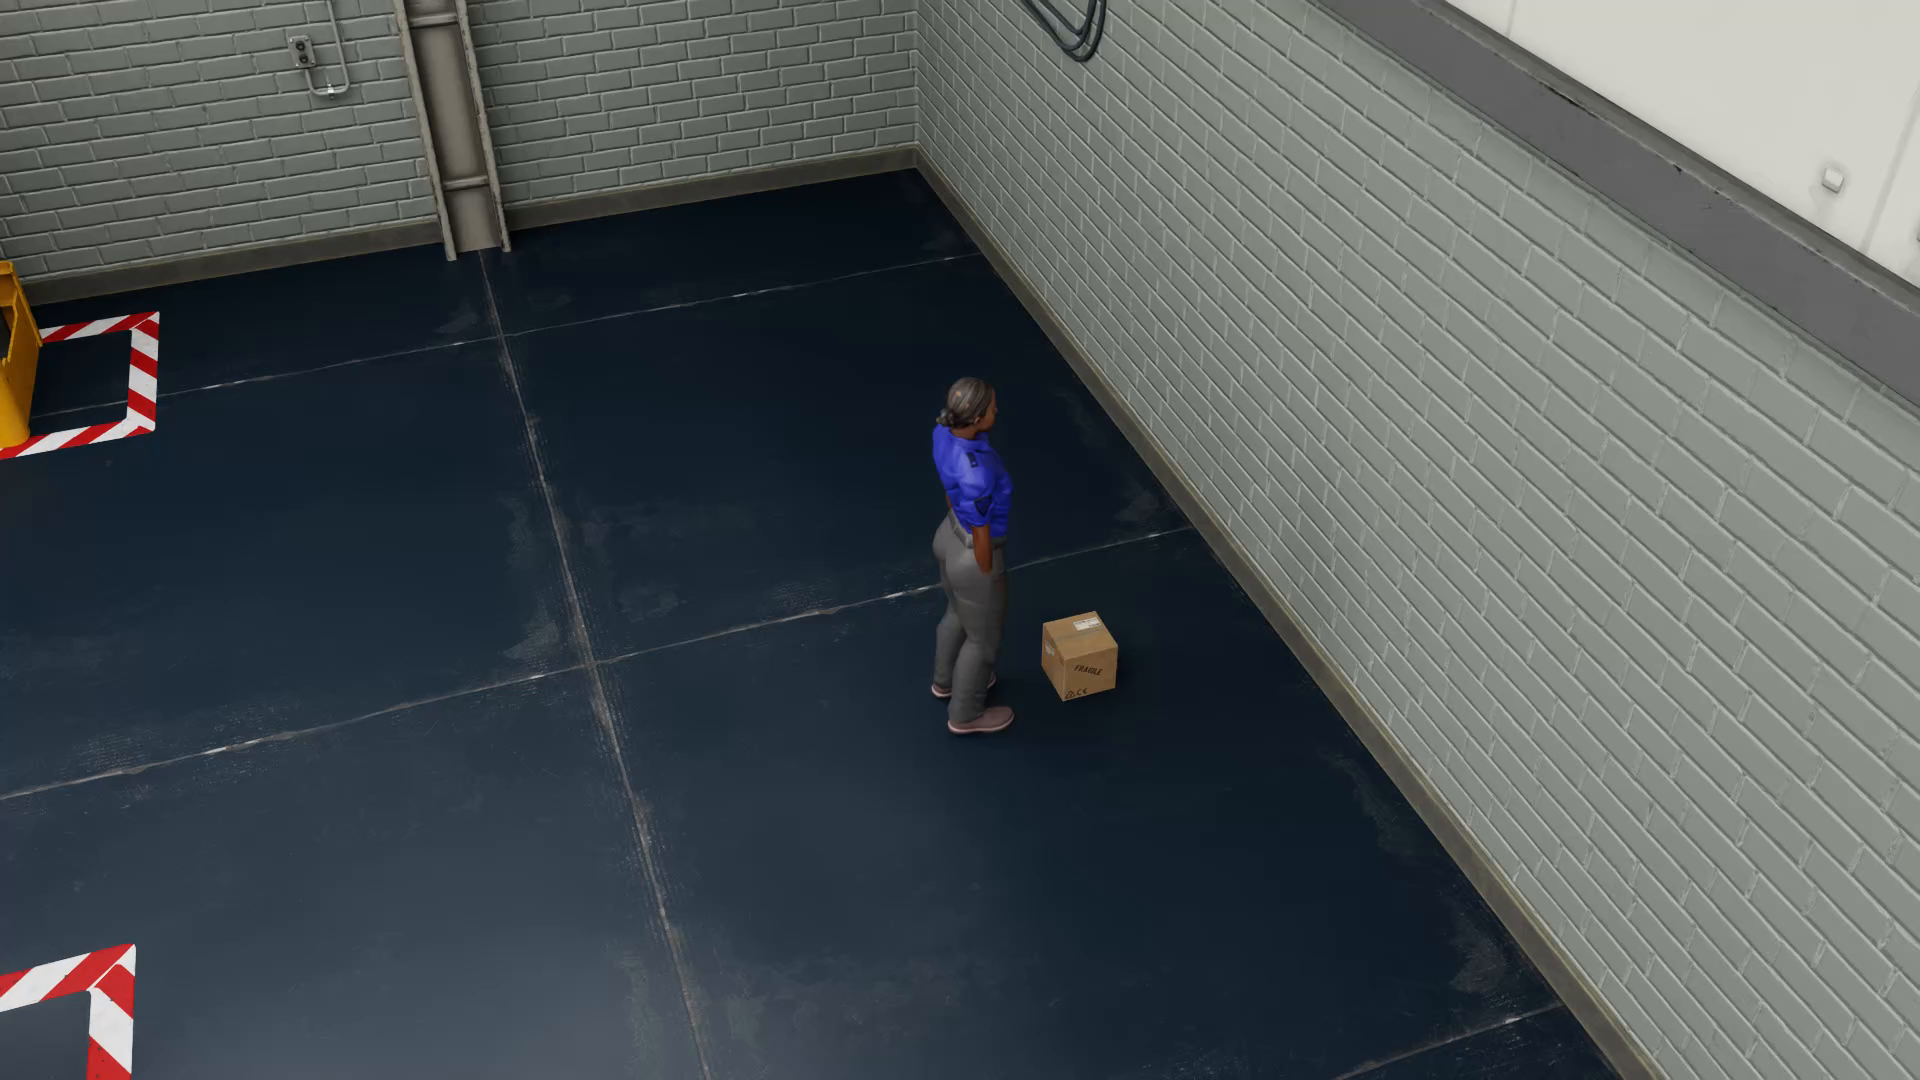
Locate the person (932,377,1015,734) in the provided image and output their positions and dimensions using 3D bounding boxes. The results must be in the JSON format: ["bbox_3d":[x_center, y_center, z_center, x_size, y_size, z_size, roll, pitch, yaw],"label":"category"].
[{"bbox_3d":[0.046,0.054,6.725,0.298,1.660,0.437,-12,39,-15],"label":"person"}]
